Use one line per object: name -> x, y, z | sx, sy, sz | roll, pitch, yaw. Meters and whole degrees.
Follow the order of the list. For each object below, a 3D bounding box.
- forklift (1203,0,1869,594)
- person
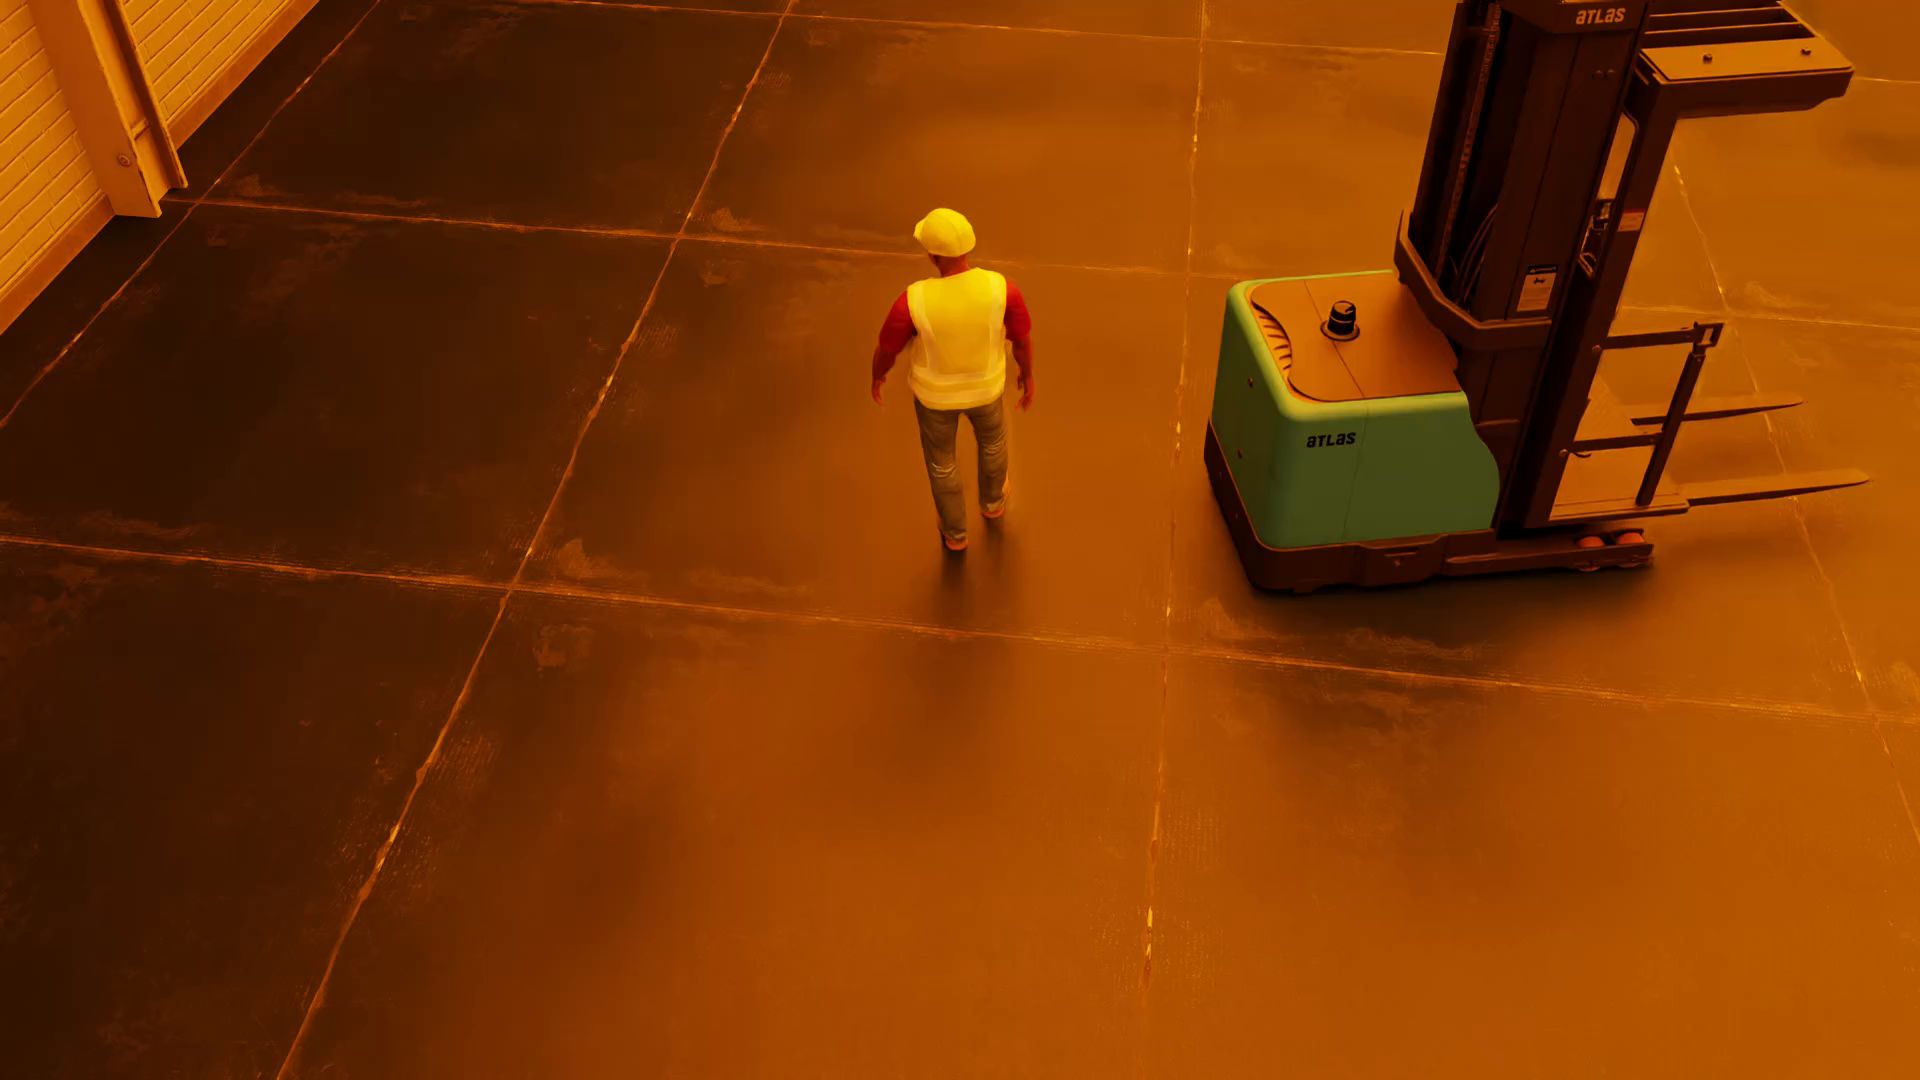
forklift -> 2.763, -1.285, 7.123 | 3.031, 2.935, 1.130 | -5, 43, -6
person -> -0.038, -0.732, 7.400 | 0.718, 1.761, 0.525 | -9, 43, -9
